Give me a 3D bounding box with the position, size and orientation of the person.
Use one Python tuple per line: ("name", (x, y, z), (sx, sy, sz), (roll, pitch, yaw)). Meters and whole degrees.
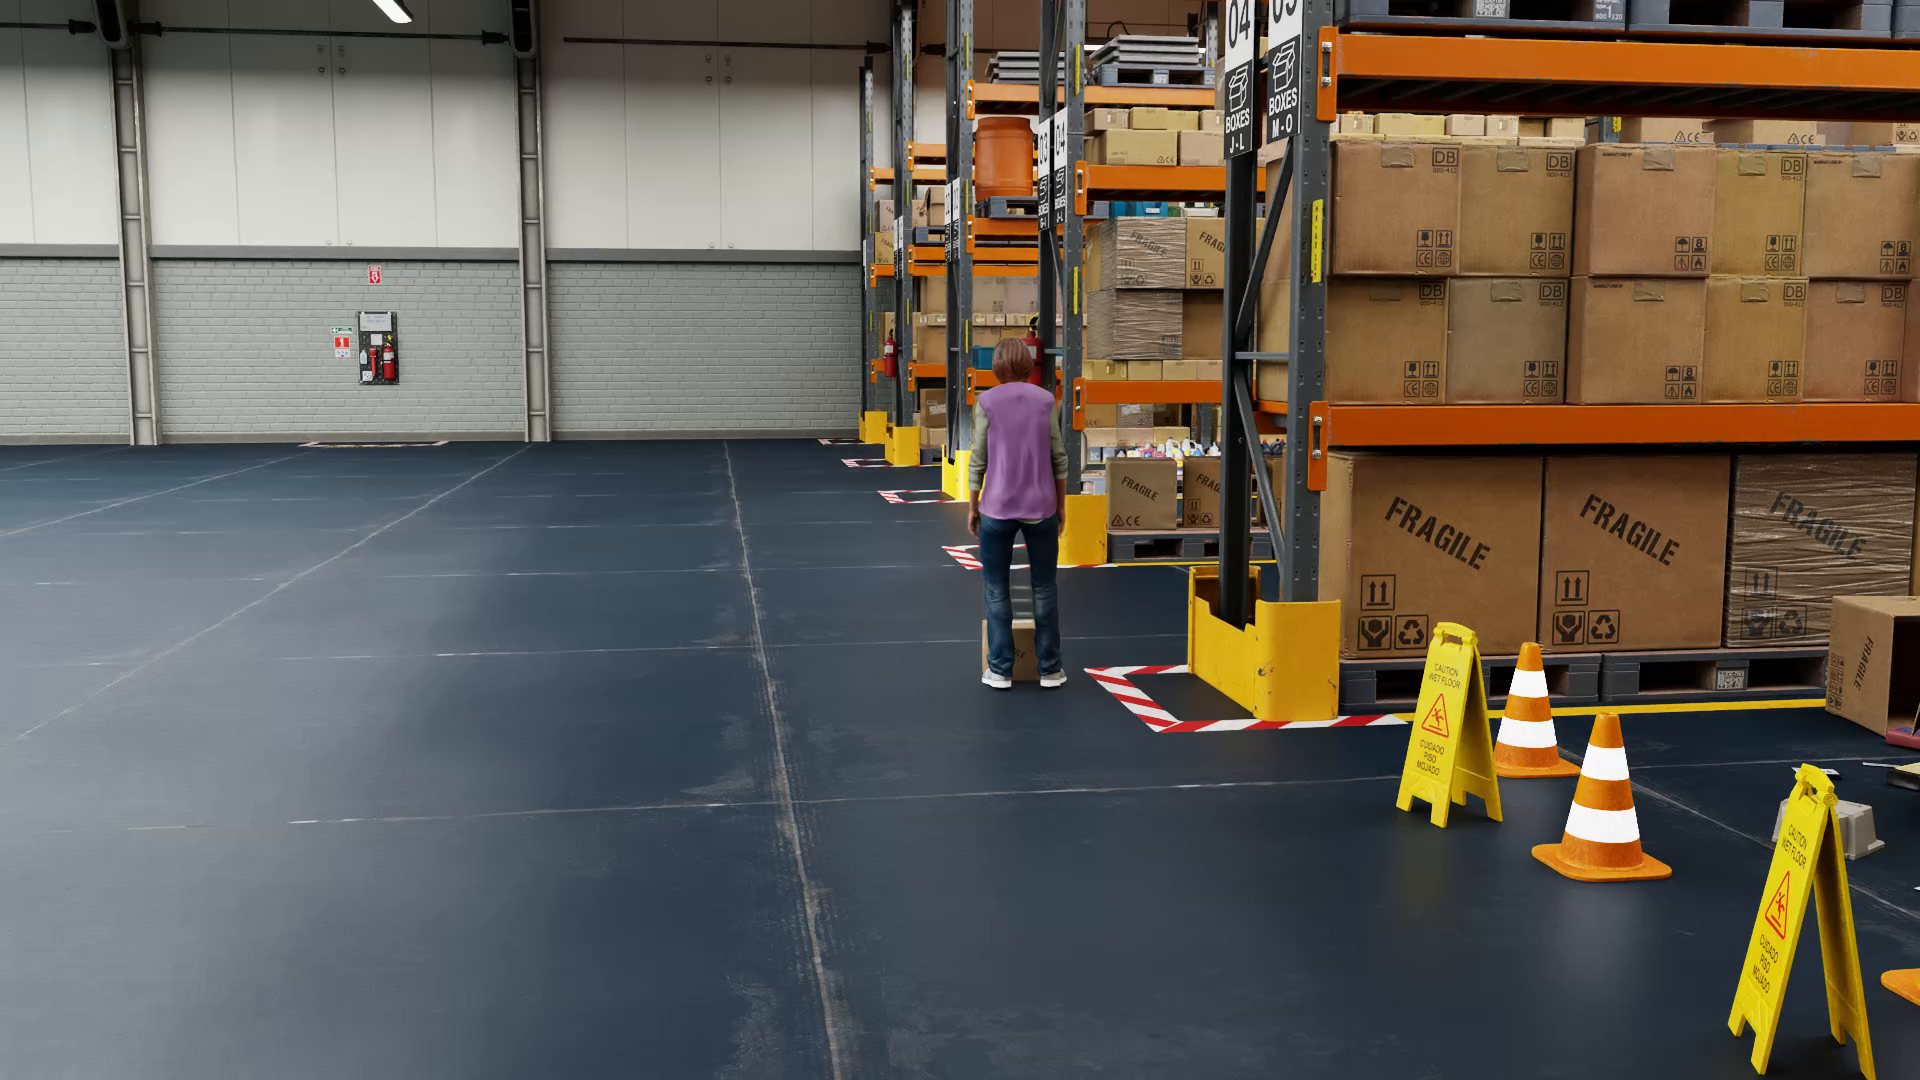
("person", (0.265, -0.118, 7.536), (0.476, 1.592, 0.345), (-1, 7, -7))
